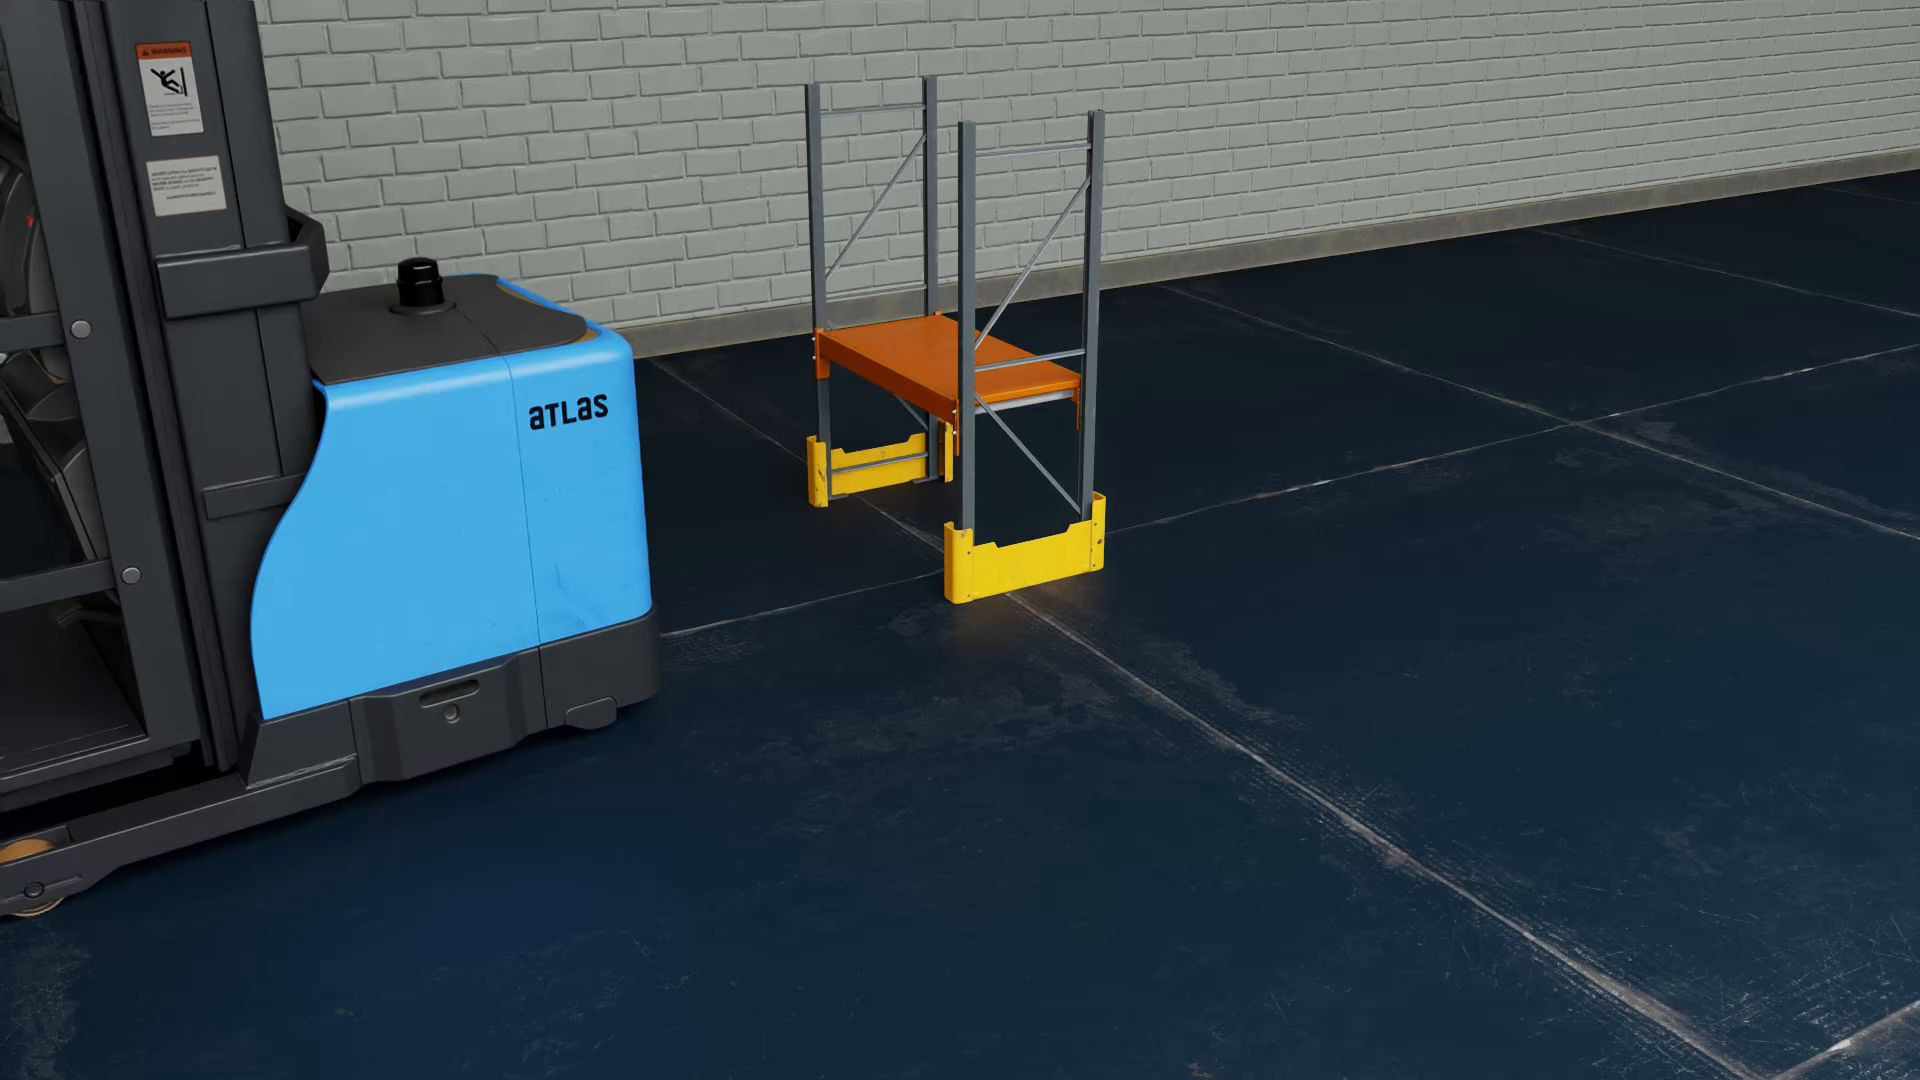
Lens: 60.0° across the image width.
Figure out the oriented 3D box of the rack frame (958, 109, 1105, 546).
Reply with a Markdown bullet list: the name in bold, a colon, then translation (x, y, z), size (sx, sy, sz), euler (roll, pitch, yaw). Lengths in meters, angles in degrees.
- **rack frame**: translation (0.216, -0.558, 5.192), size (0.500, 1.500, 0.032), euler (-13, 25, -28)

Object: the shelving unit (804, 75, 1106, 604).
- **shelving unit**: translation (-0.039, -0.719, 5.590), size (0.587, 1.500, 1.083), euler (-13, 25, -28)

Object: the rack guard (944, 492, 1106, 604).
- **rack guard**: translation (0.215, 0.021, 5.429), size (0.587, 0.250, 0.087), euler (-13, 25, -28)

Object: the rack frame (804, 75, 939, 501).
- **rack frame**: translation (-0.303, -0.887, 6.002), size (0.500, 1.500, 0.032), euler (-13, 25, -28)

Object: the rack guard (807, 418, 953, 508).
- **rack guard**: translation (-0.293, -0.302, 6.222), size (0.587, 0.250, 0.087), euler (-13, 25, -28)

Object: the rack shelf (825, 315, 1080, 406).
- **rack shelf**: translation (-0.044, -0.618, 5.640), size (0.459, 0.026, 0.952), euler (-13, 25, -28)
